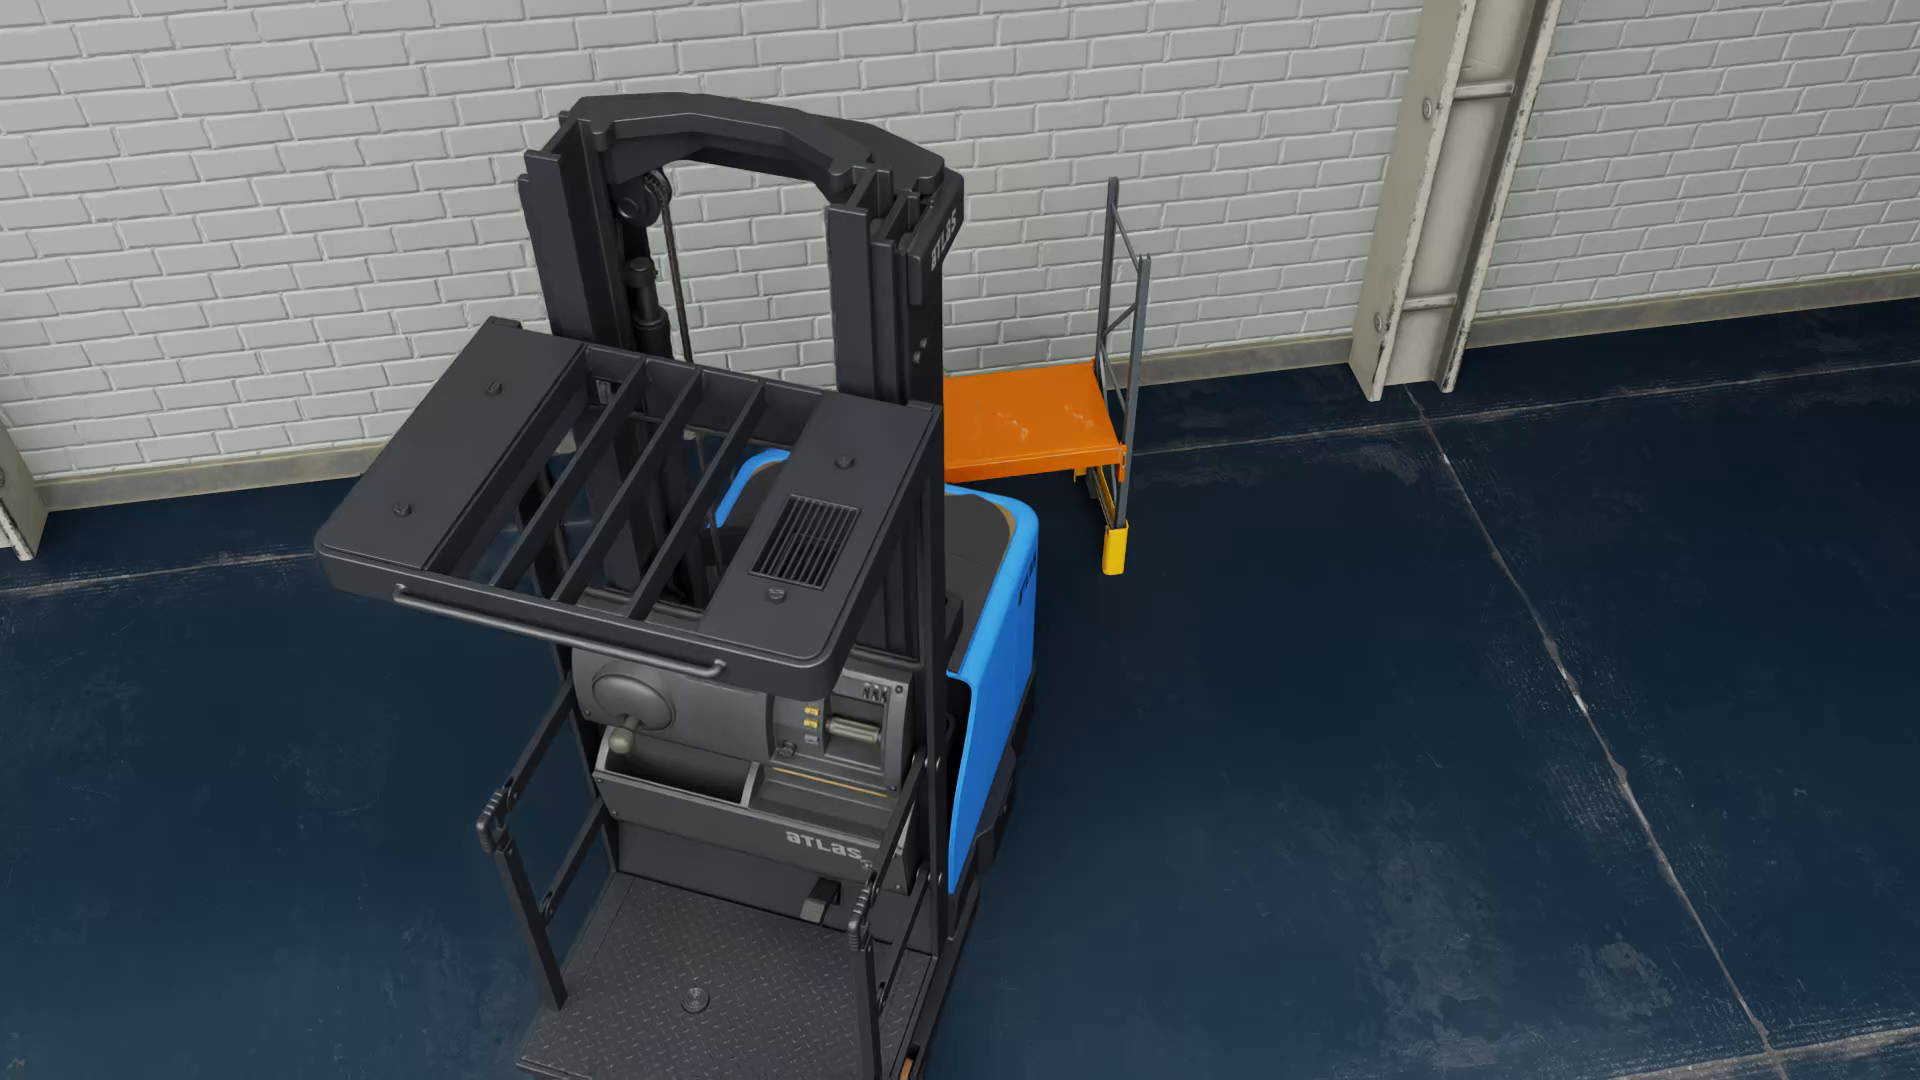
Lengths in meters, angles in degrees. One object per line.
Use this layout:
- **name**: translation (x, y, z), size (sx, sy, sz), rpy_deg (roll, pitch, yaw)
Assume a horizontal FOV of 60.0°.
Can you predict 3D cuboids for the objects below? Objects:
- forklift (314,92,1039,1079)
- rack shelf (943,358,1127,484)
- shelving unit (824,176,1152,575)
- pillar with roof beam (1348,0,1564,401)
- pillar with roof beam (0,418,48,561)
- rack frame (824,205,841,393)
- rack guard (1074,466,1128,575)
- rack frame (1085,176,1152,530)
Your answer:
- **forklift**: translation (-0.642, 0.523, 4.210), size (1.130, 2.935, 3.031), rpy_deg (12, 47, 11)
- **rack shelf**: translation (0.084, -0.406, 6.350), size (1.000, 0.185, 0.538), rpy_deg (-7, 46, -7)
- **shelving unit**: translation (0.075, -0.530, 6.219), size (1.083, 1.500, 0.587), rpy_deg (-7, 46, -7)
- **pillar with roof beam**: translation (2.708, -0.813, 1.284), size (0.400, 9.000, 9.100), rpy_deg (-7, 46, -7)
- **pillar with roof beam**: translation (-3.205, -0.076, 0.574), size (0.400, 9.000, 9.100), rpy_deg (-7, 46, -7)
- **rack frame**: translation (-0.417, -0.468, 6.160), size (0.032, 1.500, 0.500), rpy_deg (-7, 46, -7)
- **rack guard**: translation (0.566, -0.157, 6.728), size (0.087, 0.250, 0.587), rpy_deg (-7, 46, -7)
- **rack frame**: translation (0.585, -0.593, 6.280), size (0.032, 1.500, 0.500), rpy_deg (-7, 46, -7)
